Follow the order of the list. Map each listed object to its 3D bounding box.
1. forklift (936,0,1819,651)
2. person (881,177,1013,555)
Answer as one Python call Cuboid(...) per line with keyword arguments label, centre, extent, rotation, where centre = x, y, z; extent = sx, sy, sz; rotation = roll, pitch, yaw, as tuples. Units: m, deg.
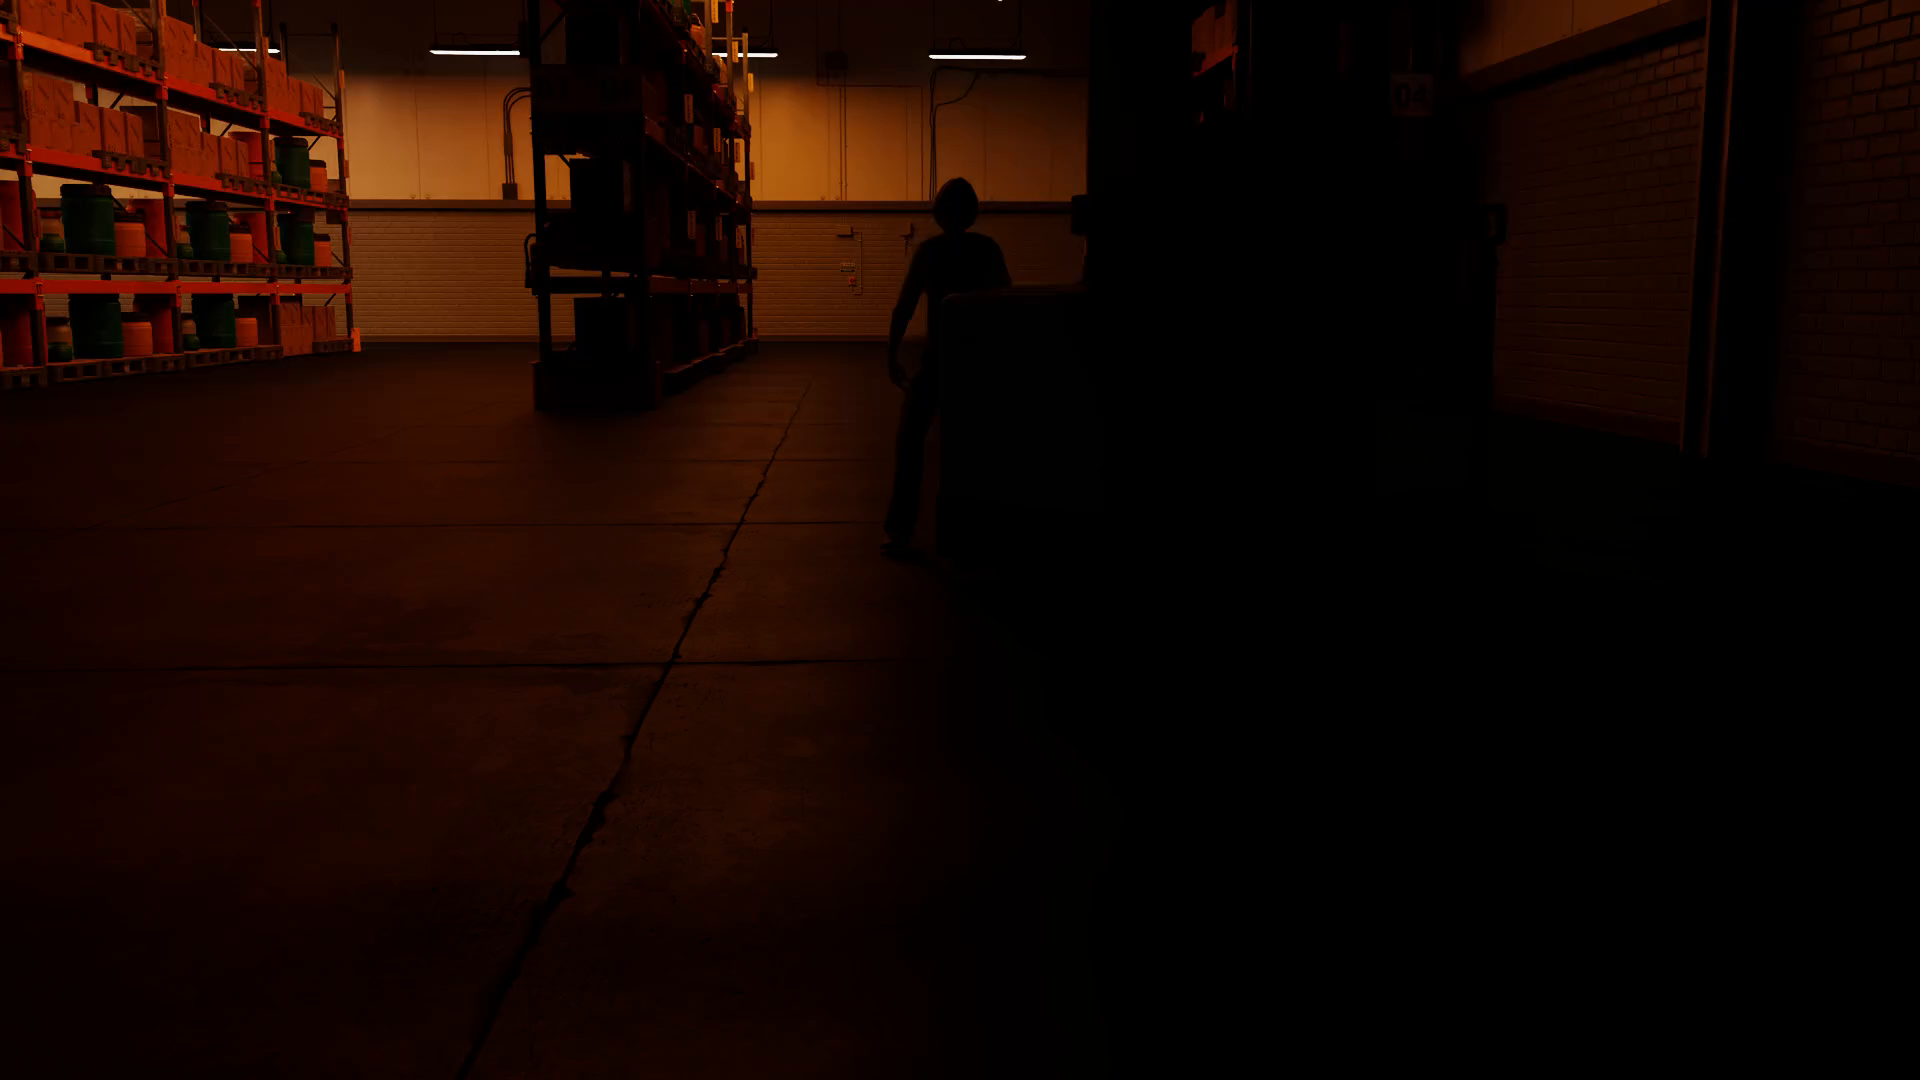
Cuboid(label="forklift", centre=(1.183, -1.193, 5.367), extent=(1.130, 2.935, 3.031), rotation=(-6, 10, -36))
Cuboid(label="person", centre=(-0.033, -0.731, 6.945), extent=(0.565, 1.553, 0.558), rotation=(1, 8, 5))
